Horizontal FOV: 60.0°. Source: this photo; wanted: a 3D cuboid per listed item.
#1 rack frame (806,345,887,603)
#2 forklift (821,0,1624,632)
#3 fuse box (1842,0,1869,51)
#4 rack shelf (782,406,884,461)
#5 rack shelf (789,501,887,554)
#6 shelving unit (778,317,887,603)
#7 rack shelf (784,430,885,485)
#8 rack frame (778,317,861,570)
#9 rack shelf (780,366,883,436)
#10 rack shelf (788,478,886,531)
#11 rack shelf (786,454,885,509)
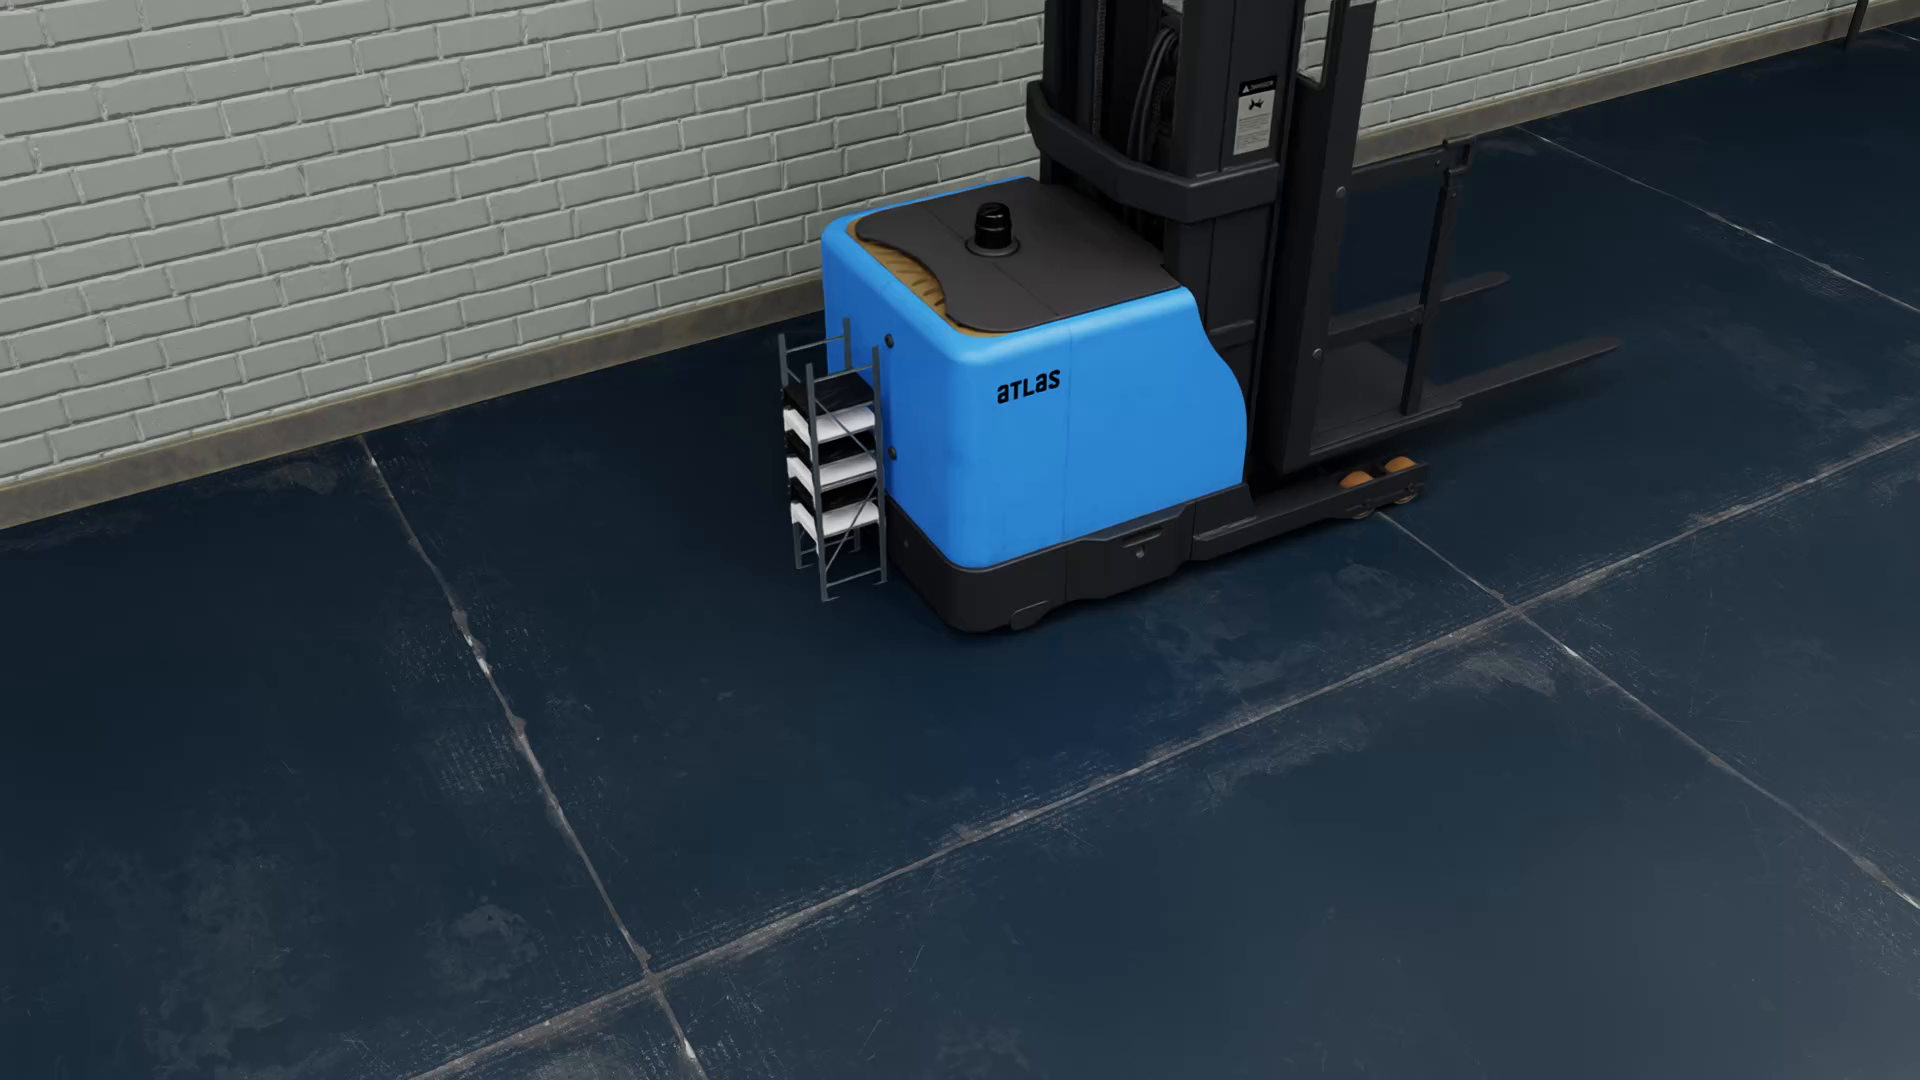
[{"bbox_3d":[-0.351,-0.191,5.248,0.240,0.900,0.006,-18,40,-23],"label":"rack frame"},{"bbox_3d":[1.080,-1.513,5.336,3.031,2.935,1.130,-18,40,-23],"label":"forklift"},{"bbox_3d":[5.184,-3.528,9.129,0.539,1.711,0.414,-19,40,-24],"label":"fuse box"},{"bbox_3d":[-0.400,-0.362,5.233,0.258,0.077,0.200,-18,40,-23],"label":"rack shelf"},{"bbox_3d":[-0.399,-0.072,5.446,0.258,0.077,0.200,-18,40,-23],"label":"rack shelf"},{"bbox_3d":[-0.400,-0.244,5.320,0.258,0.900,0.210,-18,40,-23],"label":"shelving unit"},{"bbox_3d":[-0.400,-0.290,5.287,0.258,0.077,0.200,-18,40,-23],"label":"rack shelf"},{"bbox_3d":[-0.448,-0.296,5.392,0.240,0.900,0.006,-18,40,-23],"label":"rack frame"},{"bbox_3d":[-0.400,-0.435,5.180,0.258,0.077,0.200,-18,40,-23],"label":"rack shelf"},{"bbox_3d":[-0.399,-0.144,5.393,0.258,0.077,0.200,-18,40,-23],"label":"rack shelf"},{"bbox_3d":[-0.400,-0.217,5.340,0.258,0.077,0.200,-18,40,-23],"label":"rack shelf"}]
